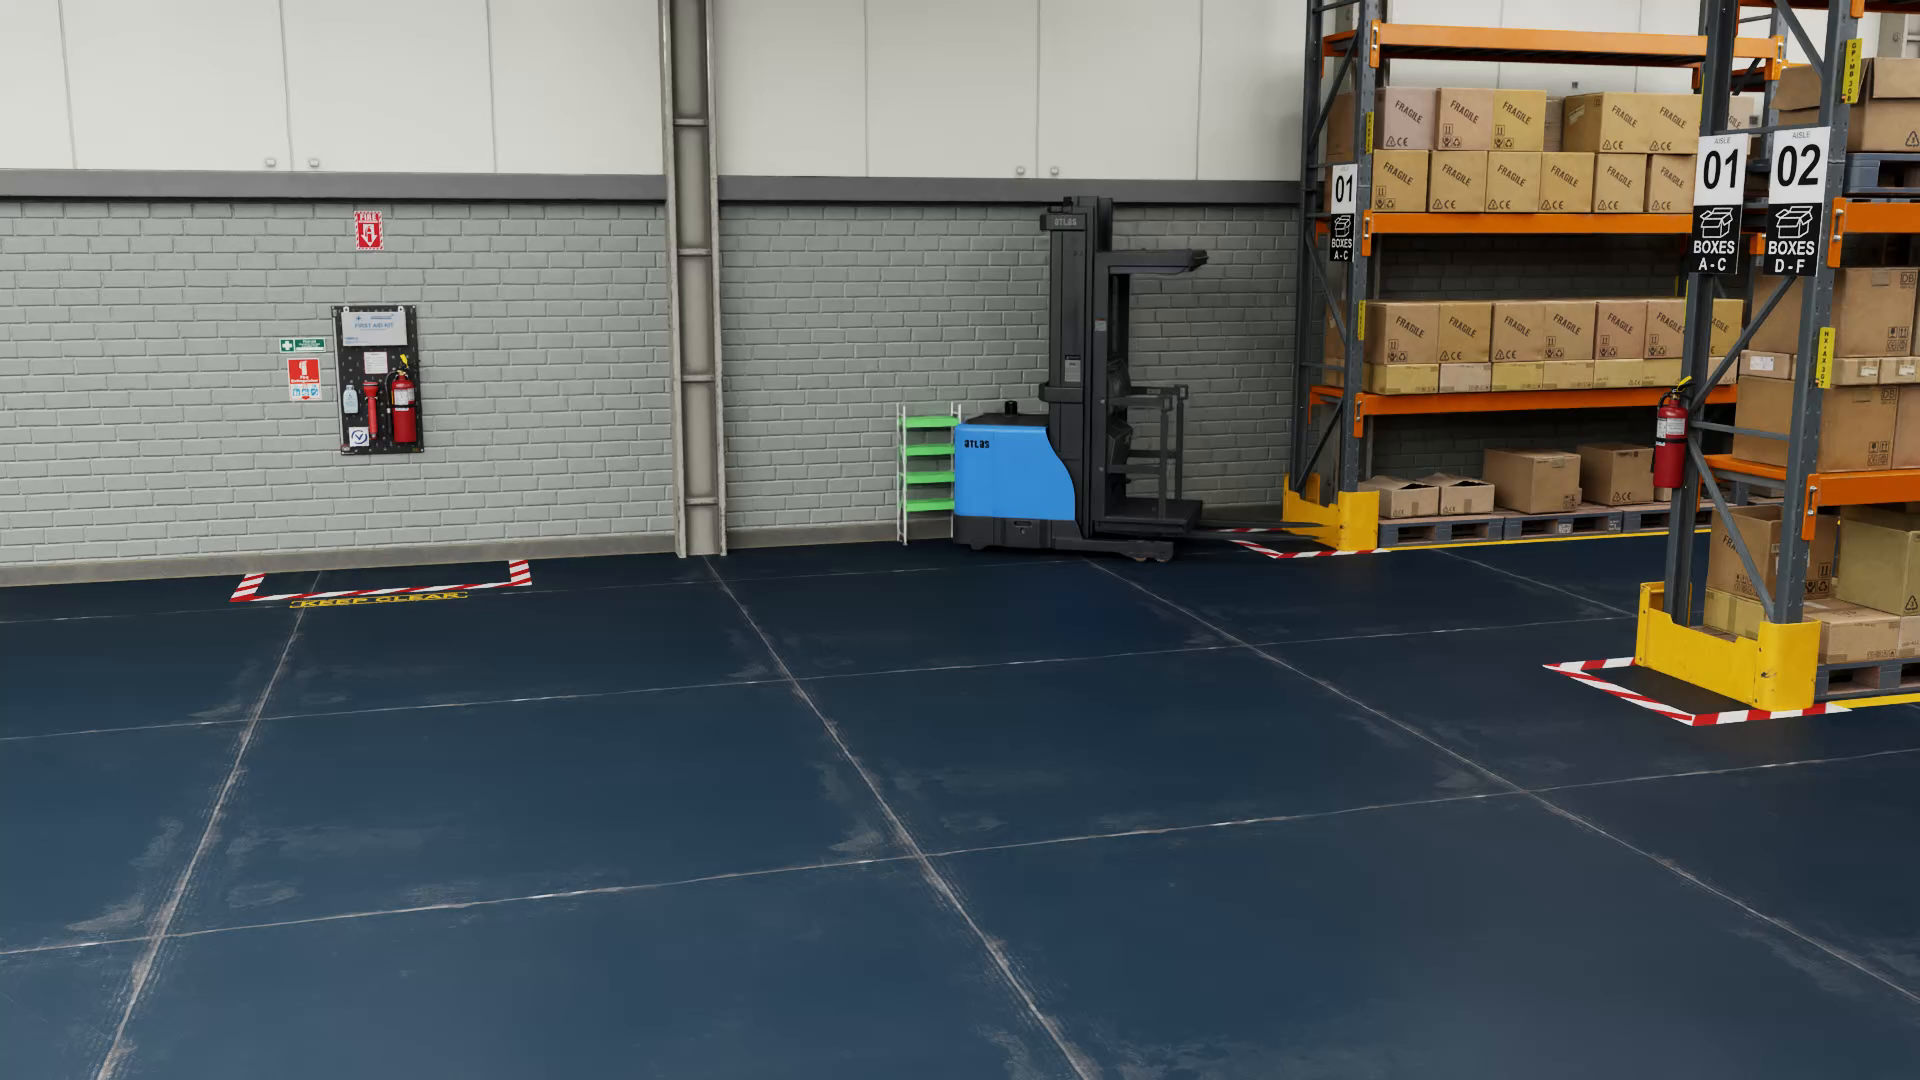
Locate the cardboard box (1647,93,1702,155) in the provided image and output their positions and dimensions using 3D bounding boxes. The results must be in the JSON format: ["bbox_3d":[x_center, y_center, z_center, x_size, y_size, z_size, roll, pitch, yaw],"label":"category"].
[{"bbox_3d":[6.068,-3.609,14.486,0.500,0.500,0.500,-2,11,-13],"label":"cardboard box"}]

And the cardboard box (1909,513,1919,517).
[{"bbox_3d":[6.080,0.114,10.007,0.500,0.500,0.500,-3,11,-16],"label":"cardboard box"}]

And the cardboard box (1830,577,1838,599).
[{"bbox_3d":[5.456,0.418,10.424,0.500,0.250,0.500,-3,11,-16],"label":"cardboard box"}]

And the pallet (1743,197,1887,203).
[{"bbox_3d":[7.622,-3.081,15.229,1.003,0.211,1.213,-3,11,-16],"label":"pallet"}]

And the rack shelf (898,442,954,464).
[{"bbox_3d":[-0.270,-0.749,14.325,0.480,0.148,0.258,-3,11,-17],"label":"rack shelf"}]

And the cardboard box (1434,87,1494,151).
[{"bbox_3d":[4.092,-3.502,13.909,0.500,0.500,0.500,-3,11,-17],"label":"cardboard box"}]

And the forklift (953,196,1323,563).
[{"bbox_3d":[1.515,-1.364,13.860,3.031,2.935,1.130,3,11,15],"label":"forklift"}]

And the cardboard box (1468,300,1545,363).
[{"bbox_3d":[4.676,-1.808,14.369,0.500,0.500,0.500,-3,11,-18],"label":"cardboard box"}]

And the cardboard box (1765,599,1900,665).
[{"bbox_3d":[5.124,0.536,9.786,0.500,0.250,0.500,-3,11,-16],"label":"cardboard box"}]

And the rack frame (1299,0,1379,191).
[{"bbox_3d":[3.159,-4.433,13.772,0.127,3.000,1.000,-3,11,-16],"label":"rack frame"}]

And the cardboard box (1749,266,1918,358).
[{"bbox_3d":[5.050,-1.333,9.642,0.500,0.500,0.700,-3,11,-16],"label":"cardboard box"}]

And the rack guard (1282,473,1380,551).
[{"bbox_3d":[3.232,-0.257,14.562,0.348,0.500,1.175,-3,11,-16],"label":"rack guard"}]

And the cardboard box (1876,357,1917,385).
[{"bbox_3d":[5.237,-0.986,9.550,0.250,0.149,0.380,-3,11,-17],"label":"cardboard box"}]

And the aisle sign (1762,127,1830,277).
[{"bbox_3d":[4.570,-1.844,9.095,0.004,0.787,0.394,-3,11,-16],"label":"aisle sign"}]

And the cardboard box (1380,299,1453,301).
[{"bbox_3d":[4.038,-1.872,14.718,0.500,0.500,0.500,-3,11,-15],"label":"cardboard box"}]

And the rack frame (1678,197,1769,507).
[{"bbox_3d":[6.999,-1.685,15.414,0.127,3.000,1.000,-3,11,-16],"label":"rack frame"}]

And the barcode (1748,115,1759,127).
[{"bbox_3d":[4.702,-2.481,9.852,0.075,0.075,0.001,-3,11,-16],"label":"barcode"}]

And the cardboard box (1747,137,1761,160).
[{"bbox_3d":[7.547,-3.430,15.170,0.500,0.500,0.500,-1,11,-8],"label":"cardboard box"}]

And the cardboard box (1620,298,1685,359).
[{"bbox_3d":[6.154,-1.886,14.794,0.500,0.500,0.500,-3,11,-16],"label":"cardboard box"}]

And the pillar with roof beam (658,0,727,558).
[{"bbox_3d":[-0.968,-3.567,9.066,0.400,9.000,9.100,-3,11,-16],"label":"pillar with roof beam"}]

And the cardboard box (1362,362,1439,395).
[{"bbox_3d":[3.716,-1.388,14.161,0.500,0.250,0.500,-3,11,-18],"label":"cardboard box"}]

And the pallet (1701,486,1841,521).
[{"bbox_3d":[7.747,-0.353,15.882,1.213,0.211,1.003,-3,11,-16],"label":"pallet"}]

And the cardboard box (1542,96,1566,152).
[{"bbox_3d":[4.985,-3.651,14.713,0.500,0.500,0.500,-3,11,-16],"label":"cardboard box"}]

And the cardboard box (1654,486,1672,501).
[{"bbox_3d":[6.494,-0.476,15.456,0.250,0.166,0.380,-5,11,-23],"label":"cardboard box"}]

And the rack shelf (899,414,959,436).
[{"bbox_3d":[-0.270,-0.985,14.282,0.480,0.148,0.258,-3,11,-17],"label":"rack shelf"}]

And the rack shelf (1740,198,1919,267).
[{"bbox_3d":[6.467,-1.844,9.981,4.000,0.370,1.077,-3,11,-16],"label":"rack shelf"}]

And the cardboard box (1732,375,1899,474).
[{"bbox_3d":[4.999,-0.692,9.745,0.500,0.500,0.700,-3,11,-16],"label":"cardboard box"}]

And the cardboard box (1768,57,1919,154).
[{"bbox_3d":[5.100,-2.451,9.461,0.637,0.503,0.797,-2,11,-12],"label":"cardboard box"}]

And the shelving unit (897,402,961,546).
[{"bbox_3d":[-0.270,-0.576,14.356,0.503,1.200,0.258,-3,11,-17],"label":"shelving unit"}]

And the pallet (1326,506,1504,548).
[{"bbox_3d":[4.022,-0.150,14.778,1.213,0.211,1.003,-3,11,-16],"label":"pallet"}]

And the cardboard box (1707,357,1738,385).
[{"bbox_3d":[6.629,-1.544,15.010,0.500,0.250,0.500,-3,11,-16],"label":"cardboard box"}]

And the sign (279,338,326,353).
[{"bbox_3d":[-5.108,-1.513,12.918,0.331,0.109,0.001,-3,11,-16],"label":"sign"}]

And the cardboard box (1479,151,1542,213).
[{"bbox_3d":[4.573,-3.038,14.149,0.500,0.500,0.500,-2,11,-13],"label":"cardboard box"}]

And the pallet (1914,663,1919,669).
[{"bbox_3d":[6.439,0.643,10.472,1.213,0.211,1.003,-3,11,-16],"label":"pallet"}]

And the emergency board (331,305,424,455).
[{"bbox_3d":[-4.555,-1.246,13.031,0.643,1.169,0.194,-3,11,-16],"label":"emergency board"}]

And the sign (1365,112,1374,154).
[{"bbox_3d":[3.311,-3.293,13.452,0.005,0.325,0.100,-3,11,-16],"label":"sign"}]

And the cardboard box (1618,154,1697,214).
[{"bbox_3d":[6.095,-3.127,14.633,0.500,0.500,0.500,-4,11,-21],"label":"cardboard box"}]

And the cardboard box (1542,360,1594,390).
[{"bbox_3d":[5.187,-1.467,14.588,0.500,0.250,0.500,-3,11,-15],"label":"cardboard box"}]

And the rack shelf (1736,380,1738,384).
[{"bbox_3d":[8.920,-1.432,16.029,4.000,0.370,1.077,-3,11,-16],"label":"rack shelf"}]

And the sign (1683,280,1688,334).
[{"bbox_3d":[4.409,-1.403,10.028,0.005,0.325,0.100,-3,11,-16],"label":"sign"}]

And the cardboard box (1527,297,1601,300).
[{"bbox_3d":[5.512,-1.953,15.156,0.500,0.500,0.500,-3,11,-14],"label":"cardboard box"}]

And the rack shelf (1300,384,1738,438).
[{"bbox_3d":[5.079,-1.230,14.930,4.000,0.370,1.077,-3,11,-16],"label":"rack shelf"}]

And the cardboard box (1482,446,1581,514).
[{"bbox_3d":[5.114,-0.546,14.918,0.500,0.500,0.700,-4,11,-20],"label":"cardboard box"}]
